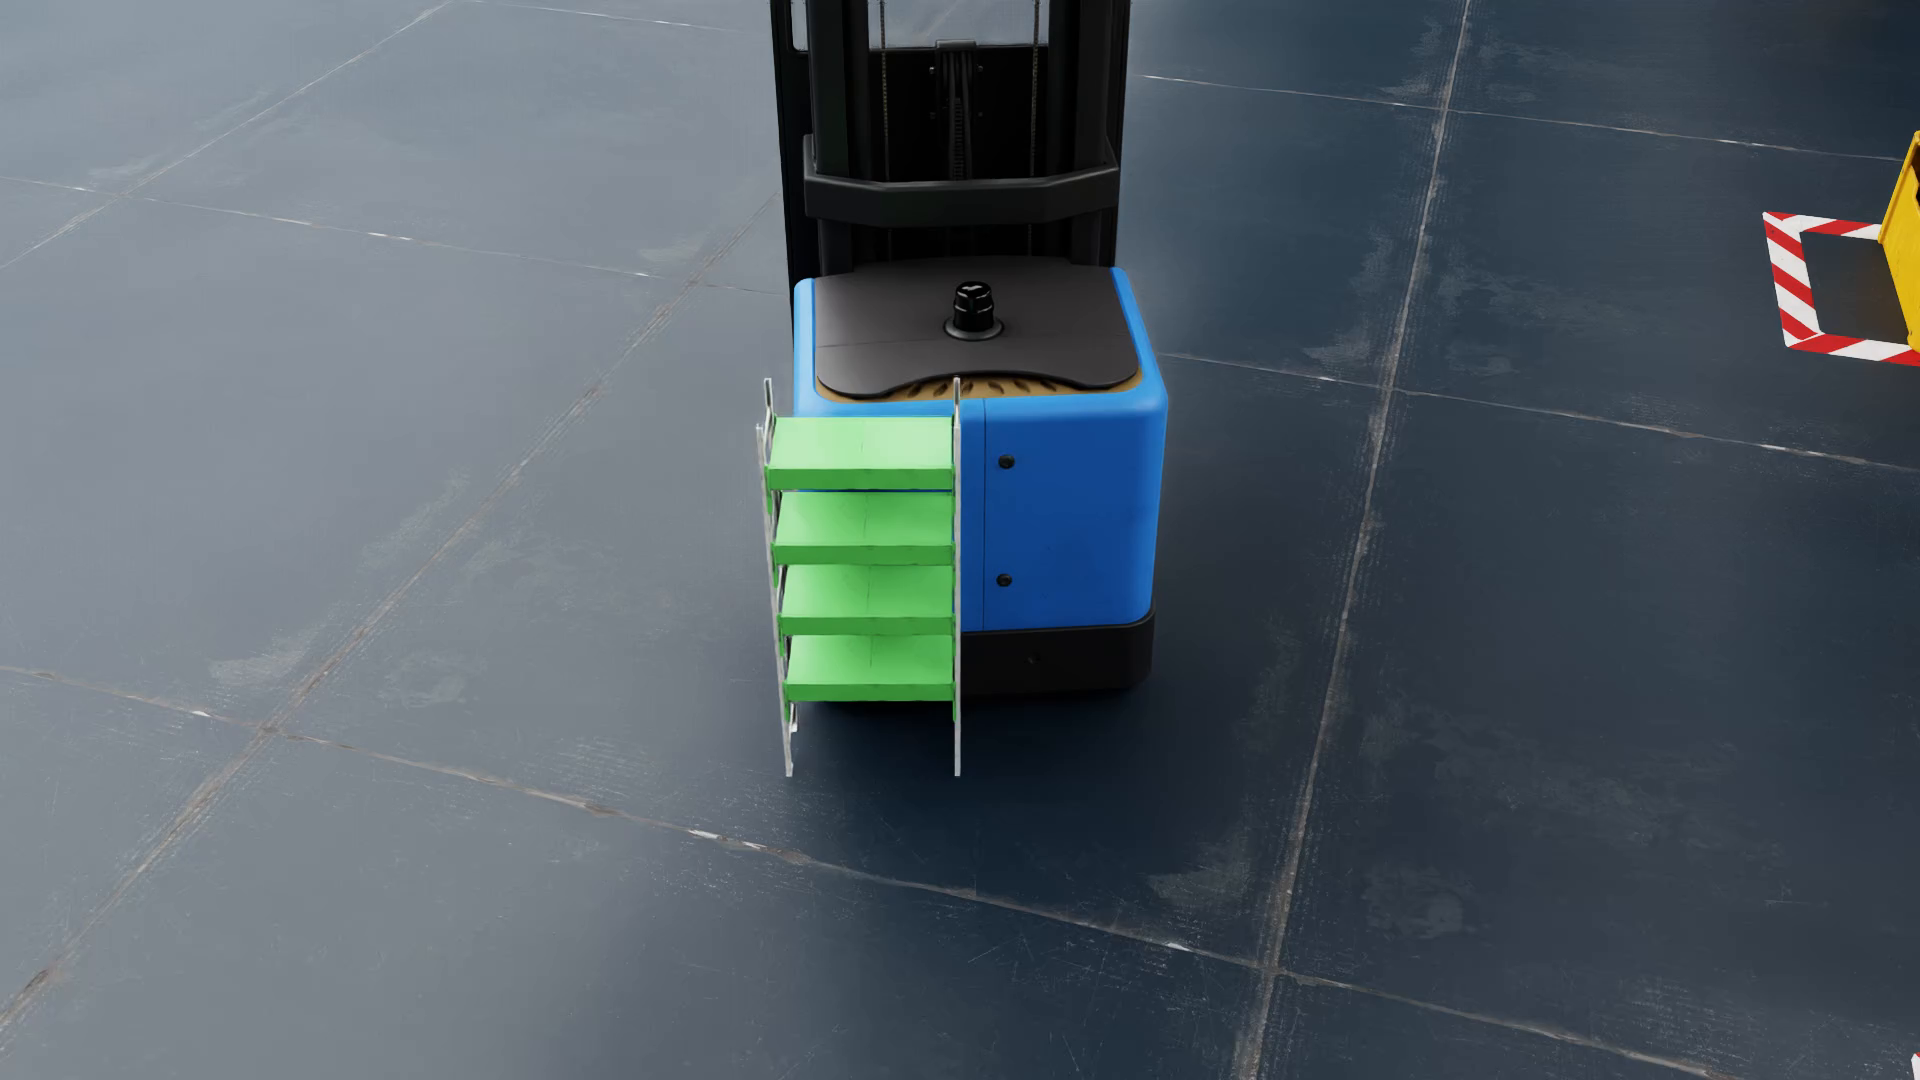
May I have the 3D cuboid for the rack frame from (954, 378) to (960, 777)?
[{"bbox_3d":[-0.007,0.134,4.554,0.015,1.200,0.240,0,37,0],"label":"rack frame"}]

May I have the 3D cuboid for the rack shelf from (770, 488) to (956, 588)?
[{"bbox_3d":[-0.251,-0.007,4.449,0.480,0.148,0.258,0,37,0],"label":"rack shelf"}]

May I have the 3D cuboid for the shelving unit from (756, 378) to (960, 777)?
[{"bbox_3d":[-0.251,0.134,4.554,0.503,1.200,0.258,0,37,0],"label":"shelving unit"}]

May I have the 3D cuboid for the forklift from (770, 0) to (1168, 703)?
[{"bbox_3d":[-0.049,-1.551,5.384,1.130,2.935,3.031,-3,36,-4],"label":"forklift"}]

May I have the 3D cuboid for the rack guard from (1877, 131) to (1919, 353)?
[{"bbox_3d":[4.222,-1.263,7.045,0.348,0.500,1.175,10,38,14],"label":"rack guard"}]

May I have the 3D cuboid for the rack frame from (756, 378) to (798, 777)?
[{"bbox_3d":[-0.495,0.135,4.553,0.015,1.200,0.240,0,37,0],"label":"rack frame"}]

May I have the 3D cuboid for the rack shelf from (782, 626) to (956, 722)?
[{"bbox_3d":[-0.251,0.378,4.736,0.480,0.148,0.258,0,37,0],"label":"rack shelf"}]

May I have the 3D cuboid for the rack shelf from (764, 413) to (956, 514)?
[{"bbox_3d":[-0.251,-0.199,4.305,0.480,0.148,0.258,0,37,0],"label":"rack shelf"}]

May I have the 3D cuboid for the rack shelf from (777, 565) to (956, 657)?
[{"bbox_3d":[-0.251,0.186,4.592,0.480,0.148,0.258,0,37,0],"label":"rack shelf"}]
